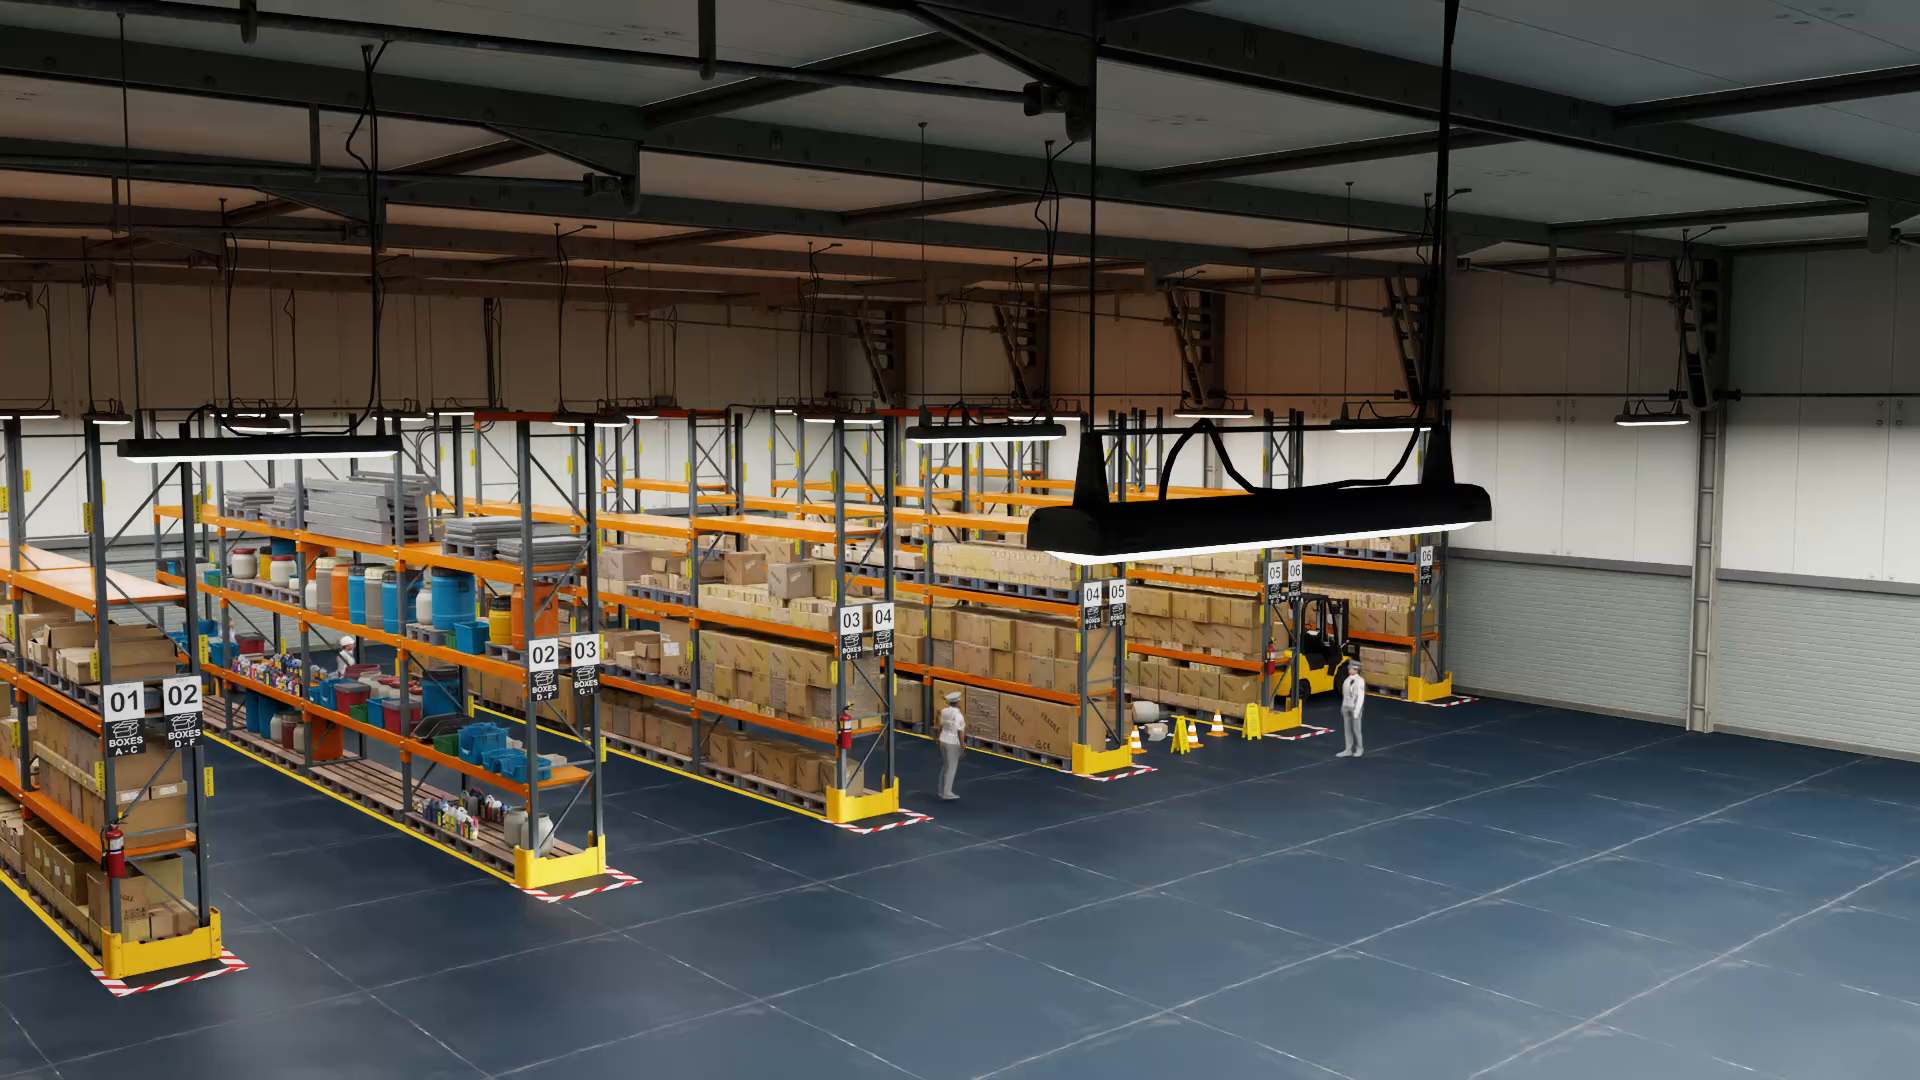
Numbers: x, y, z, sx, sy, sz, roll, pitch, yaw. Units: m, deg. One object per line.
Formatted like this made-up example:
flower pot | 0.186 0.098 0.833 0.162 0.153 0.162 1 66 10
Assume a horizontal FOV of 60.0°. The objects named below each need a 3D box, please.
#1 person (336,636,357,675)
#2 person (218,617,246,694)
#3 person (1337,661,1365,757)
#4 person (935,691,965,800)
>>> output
person | -11.714 2.680 31.584 0.676 1.724 0.542 2 6 26
person | -15.420 2.430 35.041 0.551 1.634 0.513 0 5 -1
person | 6.851 2.943 29.054 0.445 1.697 0.574 -3 6 -33
person | -0.125 3.214 26.037 0.383 1.679 0.584 -3 6 -31
